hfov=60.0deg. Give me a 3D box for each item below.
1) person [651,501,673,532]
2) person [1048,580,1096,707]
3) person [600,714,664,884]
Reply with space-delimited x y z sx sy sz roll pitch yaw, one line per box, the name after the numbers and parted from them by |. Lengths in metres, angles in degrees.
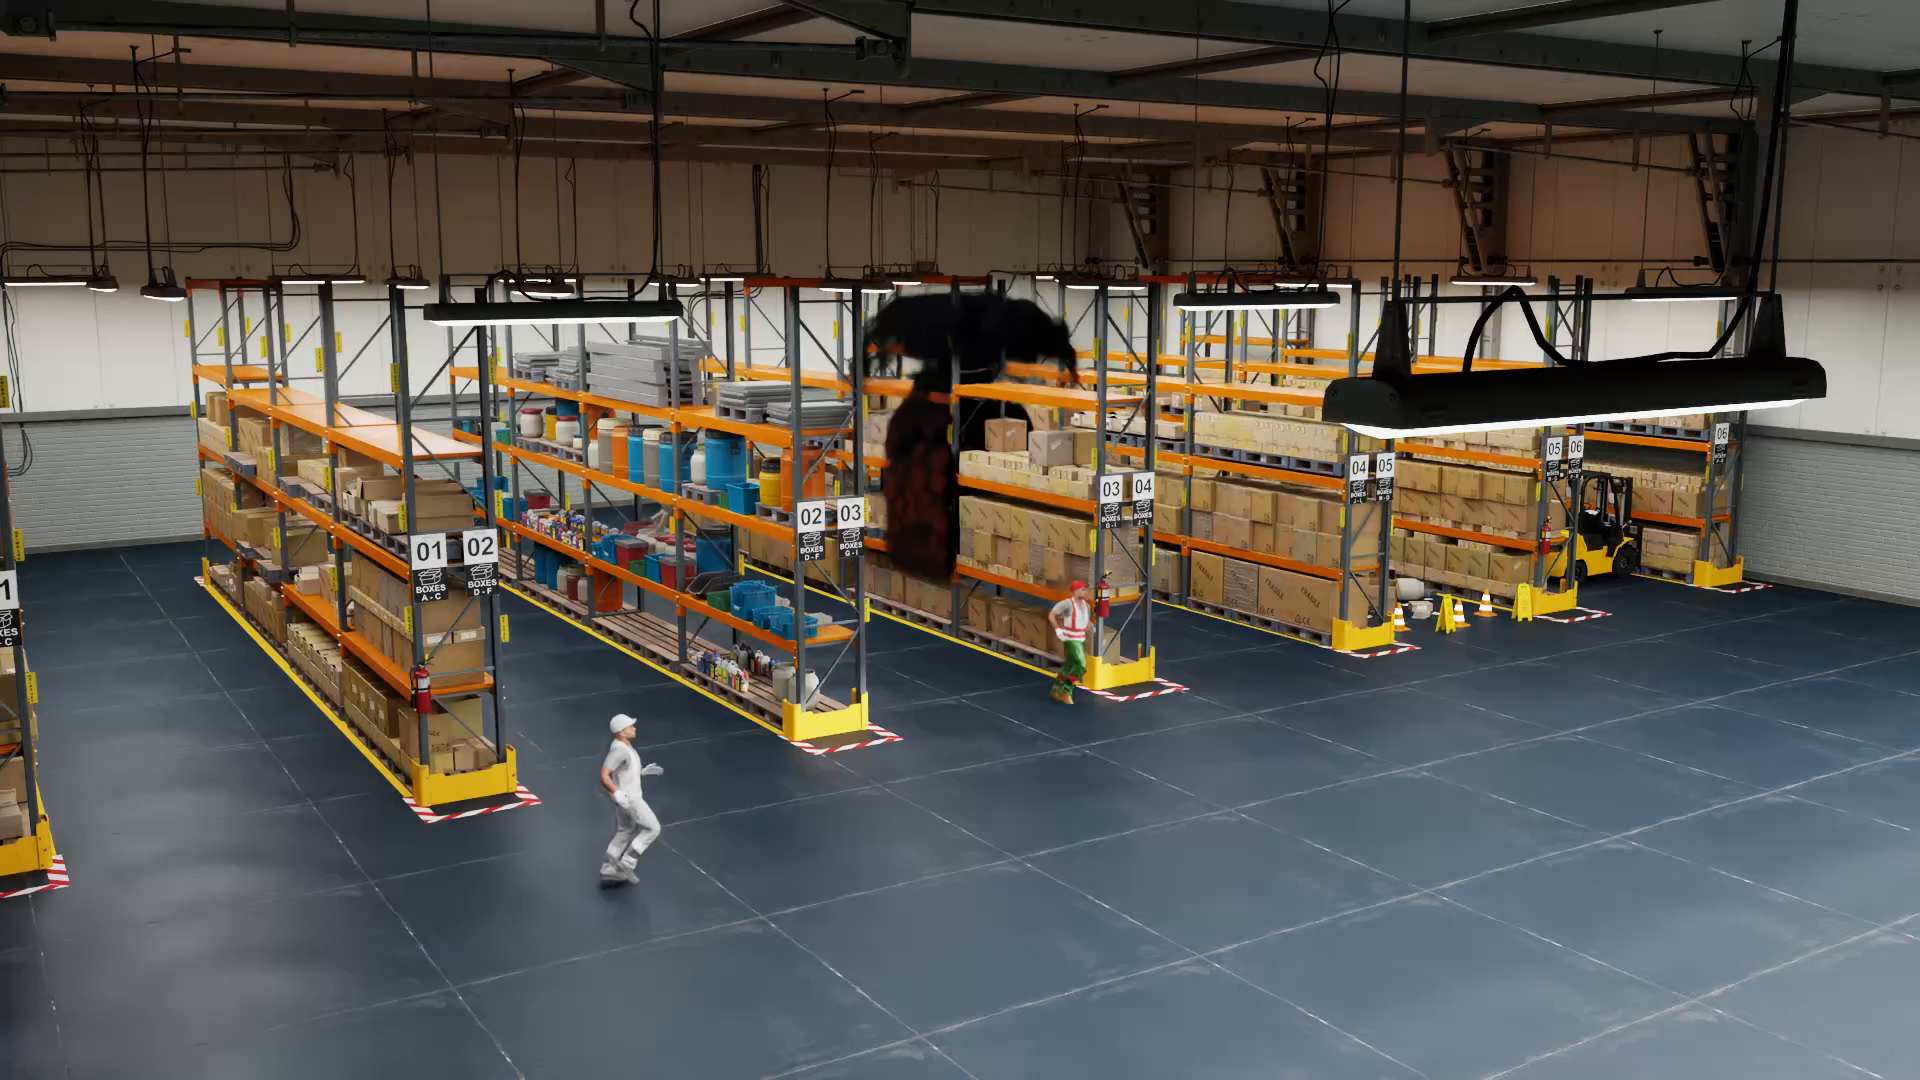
-7.003 -1.036 39.143 0.552 1.692 0.656 -3 10 -18 | person
1.657 1.468 24.030 0.669 1.785 0.671 7 12 36 | person
-3.353 2.635 16.957 0.677 1.764 0.640 -3 10 -15 | person
